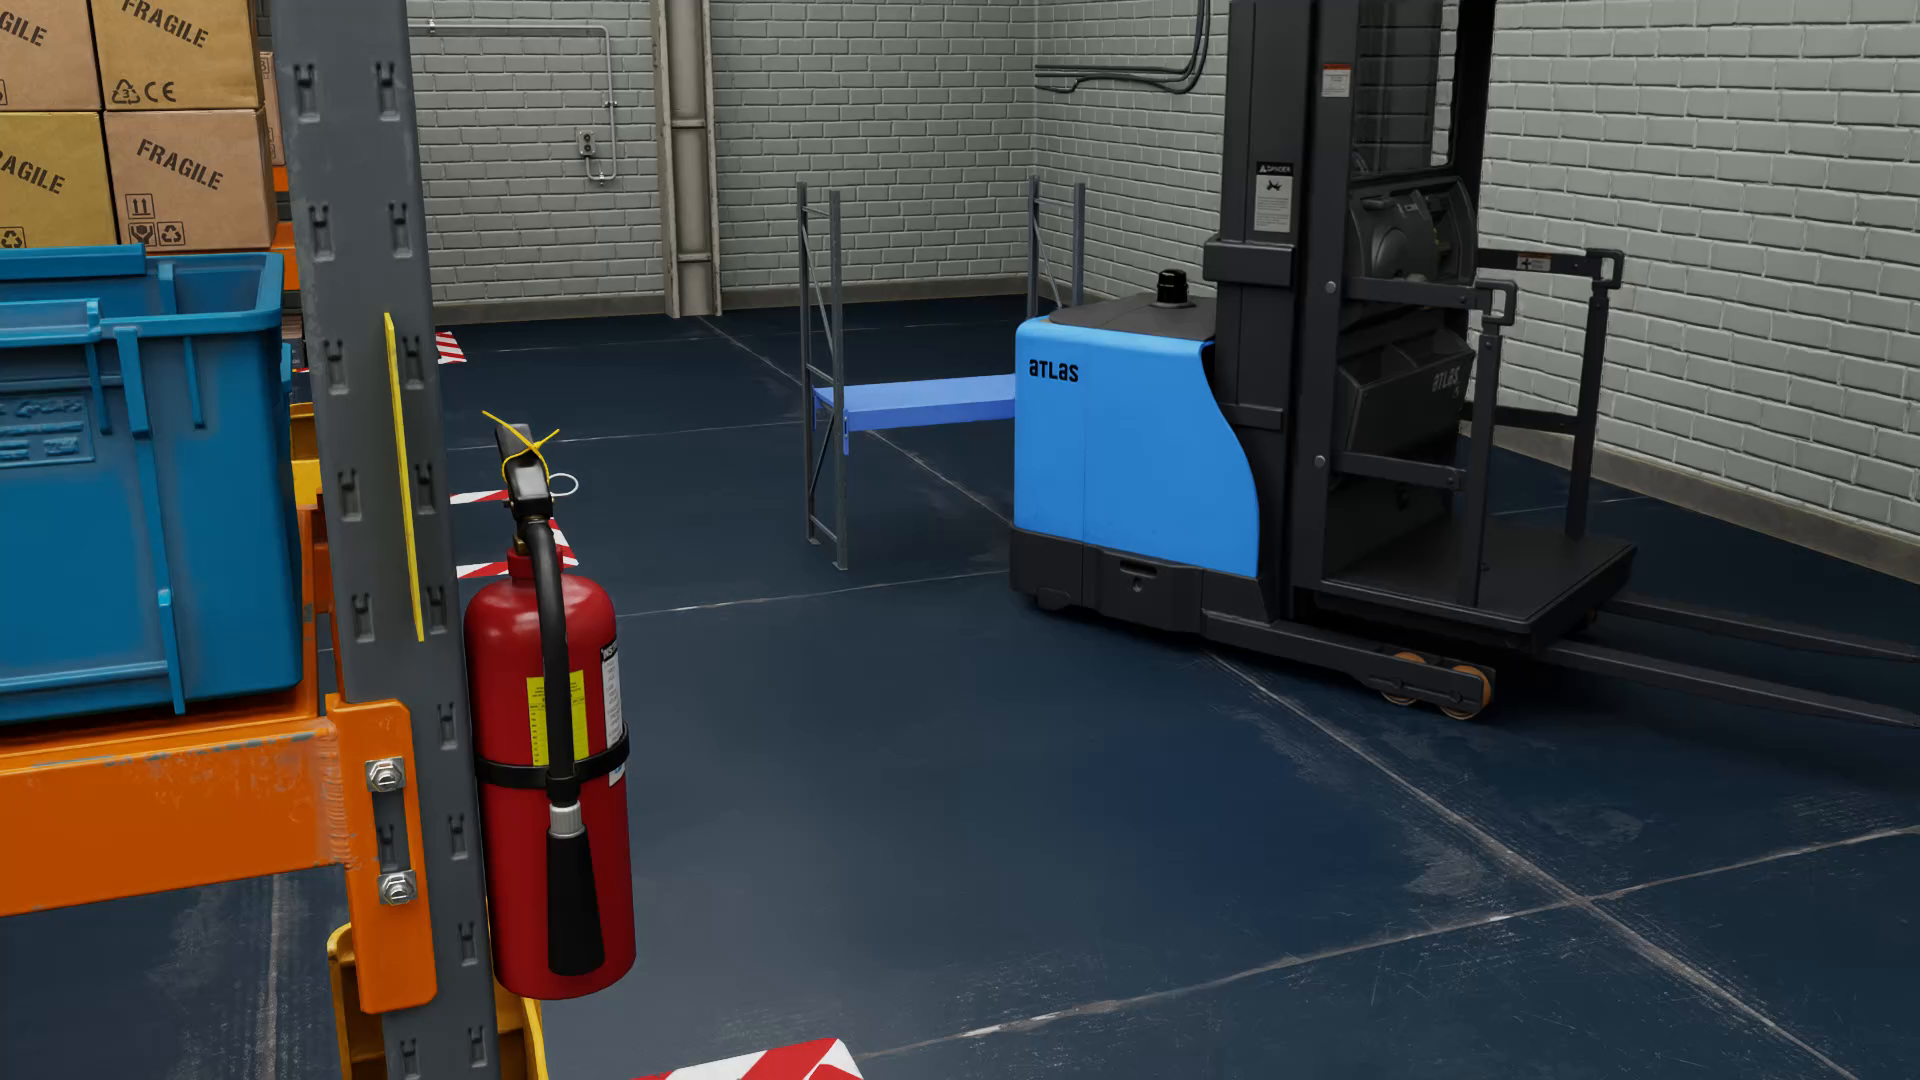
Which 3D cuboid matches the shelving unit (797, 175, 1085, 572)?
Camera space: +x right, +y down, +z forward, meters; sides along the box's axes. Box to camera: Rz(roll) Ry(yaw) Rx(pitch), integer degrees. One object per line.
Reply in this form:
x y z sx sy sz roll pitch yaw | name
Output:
-0.080 -0.711 6.858 1.048 1.500 0.538 -6 17 -20 | shelving unit

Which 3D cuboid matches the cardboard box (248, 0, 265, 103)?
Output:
-3.058 -1.984 6.579 0.500 0.500 0.500 -6 17 -18 | cardboard box

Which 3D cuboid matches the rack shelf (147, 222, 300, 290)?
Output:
-4.417 -0.885 6.065 4.000 0.370 1.077 -6 17 -20 | rack shelf

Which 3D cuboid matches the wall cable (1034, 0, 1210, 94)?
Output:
1.084 -4.600 12.301 0.112 2.526 3.097 -6 17 -20 | wall cable

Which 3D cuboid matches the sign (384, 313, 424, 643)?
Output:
-0.569 -0.063 1.701 0.005 0.325 0.100 -6 17 -20 | sign

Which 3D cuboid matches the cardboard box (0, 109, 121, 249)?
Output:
-3.354 -1.310 6.057 0.500 0.500 0.500 -6 17 -20 | cardboard box

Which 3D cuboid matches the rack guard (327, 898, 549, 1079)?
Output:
-0.763 1.065 2.583 0.348 0.500 1.175 -6 17 -20 | rack guard

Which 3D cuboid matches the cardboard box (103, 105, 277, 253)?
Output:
-2.870 -1.363 6.238 0.500 0.500 0.500 -6 17 -18 | cardboard box

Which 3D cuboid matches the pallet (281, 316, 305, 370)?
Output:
-5.044 -1.296 11.135 1.213 0.211 1.003 -6 17 -20 | pallet

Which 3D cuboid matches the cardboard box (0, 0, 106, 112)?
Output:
-3.338 -1.791 5.922 0.500 0.500 0.500 -6 17 -19 | cardboard box

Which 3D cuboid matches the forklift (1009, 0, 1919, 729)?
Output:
1.659 -1.015 5.351 3.031 2.935 1.130 12 20 36 | forklift

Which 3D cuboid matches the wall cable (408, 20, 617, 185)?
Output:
-3.468 -3.600 12.231 1.851 1.984 0.084 -6 17 -20 | wall cable

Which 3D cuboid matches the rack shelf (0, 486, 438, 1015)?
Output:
-2.648 0.419 1.626 4.000 0.370 1.077 -6 17 -20 | rack shelf

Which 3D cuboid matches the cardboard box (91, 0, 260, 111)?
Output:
-2.867 -1.842 6.096 0.500 0.500 0.500 -6 18 -21 | cardboard box

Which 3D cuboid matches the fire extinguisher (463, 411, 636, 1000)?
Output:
-0.477 0.192 1.919 0.183 0.674 0.296 -6 17 -20 | fire extinguisher

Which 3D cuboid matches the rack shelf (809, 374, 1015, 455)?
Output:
-0.080 -0.538 6.908 1.000 0.185 0.538 -6 17 -20 | rack shelf

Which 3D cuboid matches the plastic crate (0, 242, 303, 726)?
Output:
-1.026 -0.091 1.915 0.499 0.435 0.616 -6 17 -20 | plastic crate

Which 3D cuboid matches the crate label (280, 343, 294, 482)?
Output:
-1.129 -0.138 2.436 0.303 0.233 0.416 -6 17 -20 | crate label

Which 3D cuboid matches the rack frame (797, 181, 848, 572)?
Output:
-0.554 -0.660 6.683 0.032 1.500 0.500 -6 17 -20 | rack frame

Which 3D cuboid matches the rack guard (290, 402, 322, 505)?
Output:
-2.621 -0.225 6.976 0.348 0.500 1.175 -6 17 -20 | rack guard

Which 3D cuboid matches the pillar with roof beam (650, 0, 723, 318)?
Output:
-0.573 -4.980 8.087 0.400 9.000 9.100 -6 17 -20 | pillar with roof beam

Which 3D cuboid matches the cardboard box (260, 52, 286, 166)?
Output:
-4.798 -2.825 10.861 0.700 0.700 0.980 -5 17 -18 | cardboard box

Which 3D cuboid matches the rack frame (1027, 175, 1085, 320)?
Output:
0.395 -0.762 7.032 0.032 1.500 0.500 -6 17 -20 | rack frame

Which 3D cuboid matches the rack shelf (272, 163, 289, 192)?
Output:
-6.193 -2.188 10.502 4.000 0.370 1.077 -6 17 -20 | rack shelf

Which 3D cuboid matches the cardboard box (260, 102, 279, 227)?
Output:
-3.058 -1.504 6.720 0.500 0.500 0.500 -6 17 -19 | cardboard box
